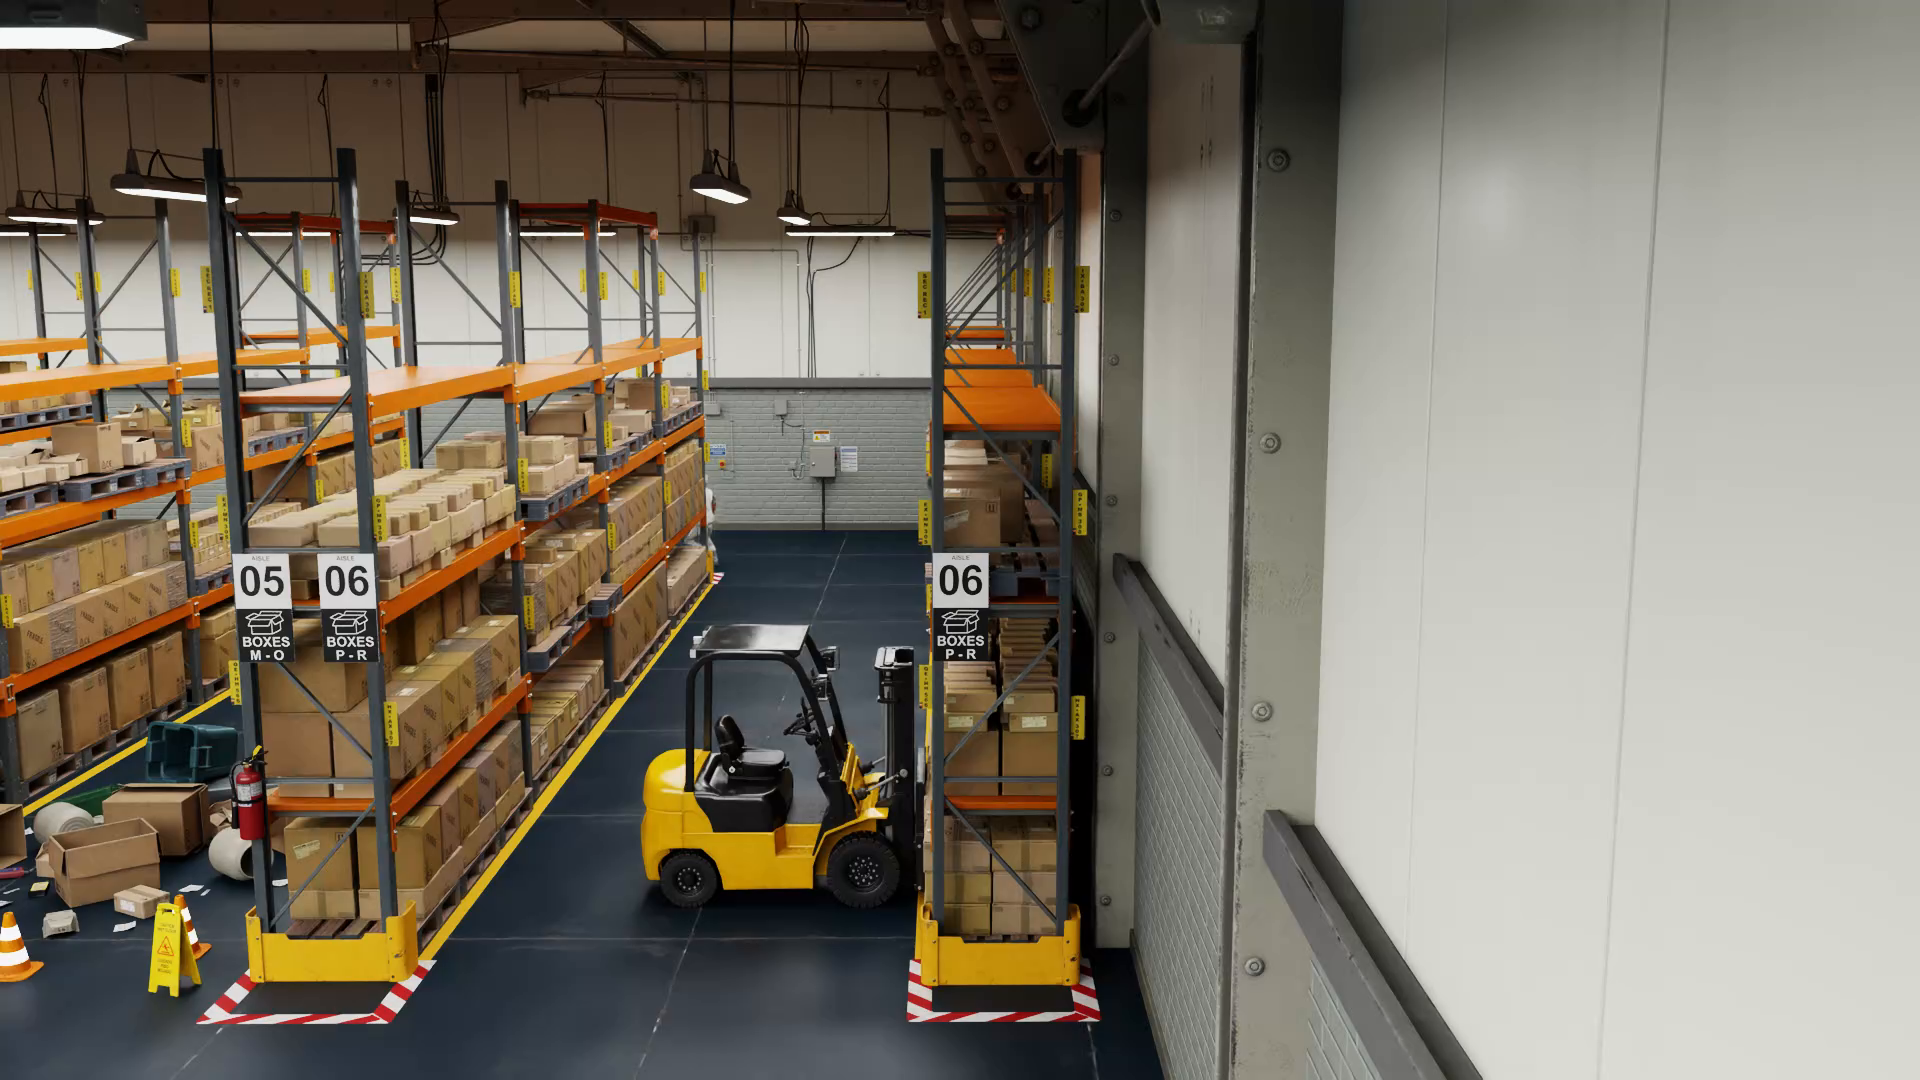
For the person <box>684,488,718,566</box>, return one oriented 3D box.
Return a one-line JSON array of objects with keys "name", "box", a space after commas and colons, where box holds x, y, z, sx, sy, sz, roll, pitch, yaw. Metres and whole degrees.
[{"name": "person", "box": [-4.559, -0.347, 29.357, 0.512, 1.687, 0.897, 6, 11, 32]}]
